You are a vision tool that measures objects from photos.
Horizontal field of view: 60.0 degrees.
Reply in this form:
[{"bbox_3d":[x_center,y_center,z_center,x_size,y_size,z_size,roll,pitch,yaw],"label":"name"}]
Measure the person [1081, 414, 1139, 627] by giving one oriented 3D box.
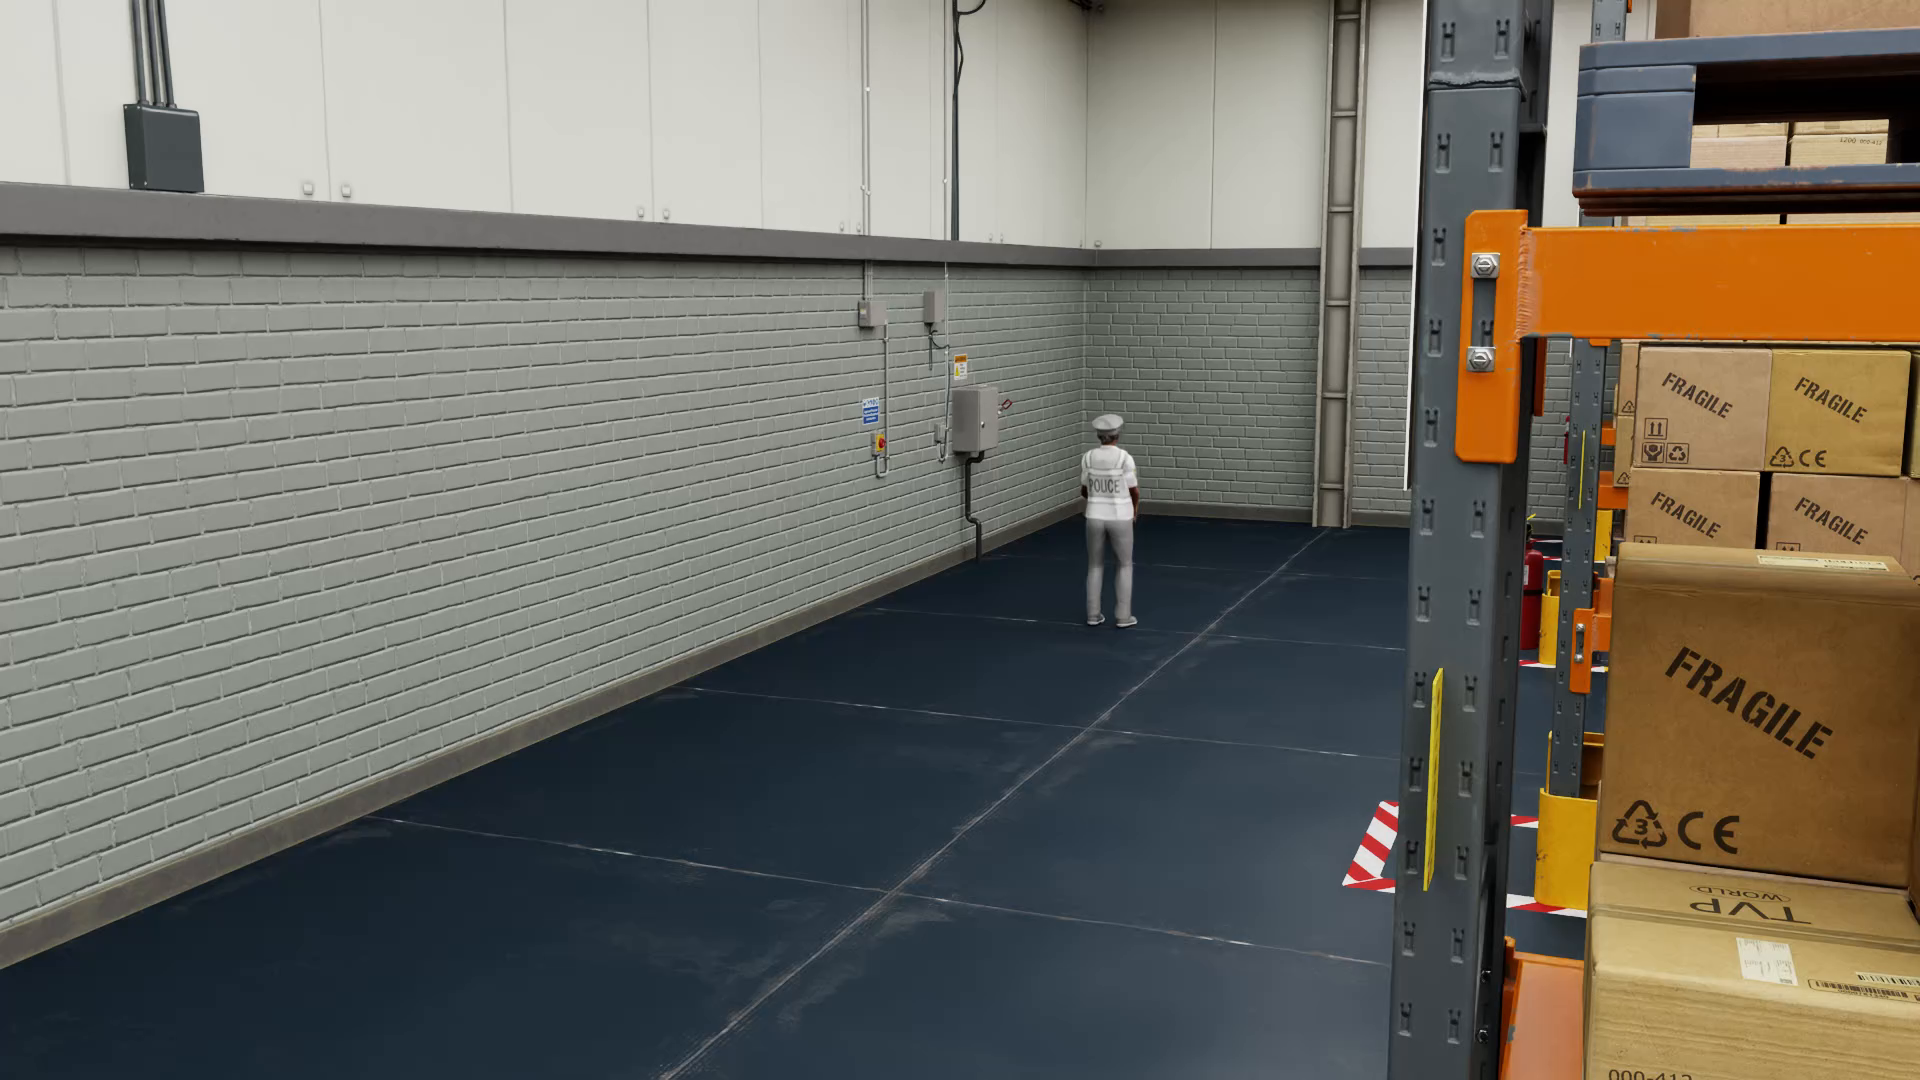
[{"bbox_3d":[1.208,-0.162,13.296,0.472,1.691,0.488,3,9,21],"label":"person"}]
